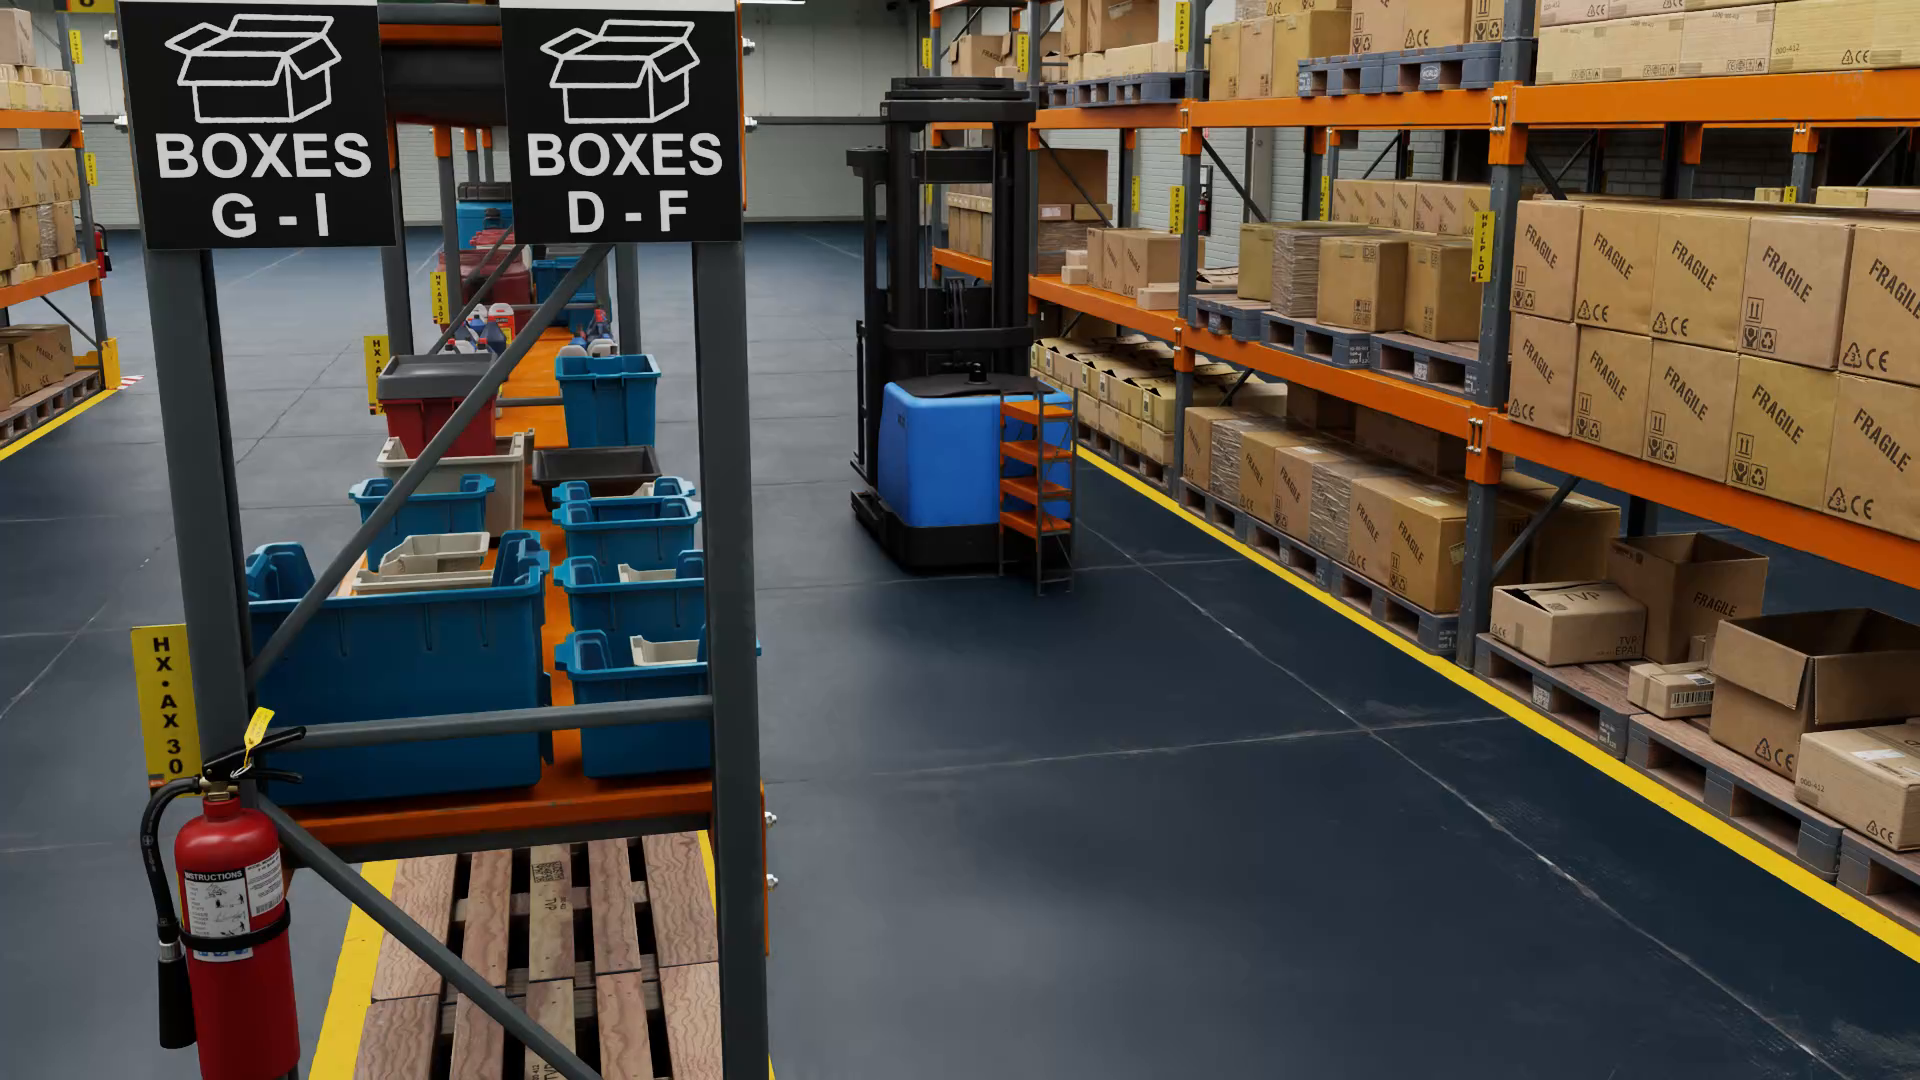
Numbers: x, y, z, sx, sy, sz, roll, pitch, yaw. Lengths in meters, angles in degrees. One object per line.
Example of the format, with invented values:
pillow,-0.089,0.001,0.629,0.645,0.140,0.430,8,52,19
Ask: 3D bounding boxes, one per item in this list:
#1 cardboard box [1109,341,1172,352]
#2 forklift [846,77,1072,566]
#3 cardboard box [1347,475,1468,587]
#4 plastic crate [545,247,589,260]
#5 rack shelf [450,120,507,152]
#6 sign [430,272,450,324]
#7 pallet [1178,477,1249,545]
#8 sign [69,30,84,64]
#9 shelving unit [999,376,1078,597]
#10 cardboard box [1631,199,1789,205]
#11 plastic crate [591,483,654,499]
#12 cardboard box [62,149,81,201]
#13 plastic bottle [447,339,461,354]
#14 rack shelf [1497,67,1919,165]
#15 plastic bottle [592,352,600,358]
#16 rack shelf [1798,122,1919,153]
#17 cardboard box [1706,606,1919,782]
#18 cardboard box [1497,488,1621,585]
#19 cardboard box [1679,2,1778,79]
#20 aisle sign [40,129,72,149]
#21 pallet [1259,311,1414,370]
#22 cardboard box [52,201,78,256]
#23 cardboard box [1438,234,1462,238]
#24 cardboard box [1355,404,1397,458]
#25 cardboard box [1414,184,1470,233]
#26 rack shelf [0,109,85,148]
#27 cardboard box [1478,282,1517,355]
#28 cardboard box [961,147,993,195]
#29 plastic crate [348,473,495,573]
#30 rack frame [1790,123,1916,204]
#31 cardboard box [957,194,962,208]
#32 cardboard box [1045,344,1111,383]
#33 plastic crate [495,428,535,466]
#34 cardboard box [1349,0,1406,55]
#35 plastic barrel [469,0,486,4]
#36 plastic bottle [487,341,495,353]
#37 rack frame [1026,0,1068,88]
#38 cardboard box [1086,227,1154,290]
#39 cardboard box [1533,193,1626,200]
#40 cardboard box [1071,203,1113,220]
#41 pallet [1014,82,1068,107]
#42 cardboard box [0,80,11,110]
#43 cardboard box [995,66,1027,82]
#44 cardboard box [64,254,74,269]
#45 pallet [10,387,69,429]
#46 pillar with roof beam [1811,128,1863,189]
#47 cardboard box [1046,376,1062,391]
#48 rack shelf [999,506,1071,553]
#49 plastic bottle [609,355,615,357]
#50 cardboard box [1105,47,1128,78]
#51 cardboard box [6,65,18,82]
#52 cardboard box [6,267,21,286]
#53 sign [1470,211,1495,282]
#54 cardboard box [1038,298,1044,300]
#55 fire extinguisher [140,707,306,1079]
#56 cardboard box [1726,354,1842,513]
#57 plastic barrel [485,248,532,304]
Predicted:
cardboard box,1.611,-1.632,15.013,0.500,0.311,0.500,-3,14,-12
forklift,-0.143,-1.569,11.175,1.130,2.935,3.031,-3,14,-13
cardboard box,2.485,-0.055,9.170,0.500,0.500,0.500,-3,14,-13
plastic crate,-2.850,-1.911,12.295,0.402,0.464,0.583,-3,14,-13
rack shelf,-3.237,-3.059,12.324,1.077,0.370,4.000,-3,14,-13
sign,-3.301,-1.537,10.555,0.100,0.325,0.005,-3,14,-13
pallet,2.187,-0.237,11.450,1.003,0.211,1.213,-3,14,-13
sign,-8.917,-4.973,16.777,0.100,0.325,0.005,-3,14,-13
shelving unit,0.450,-0.322,9.706,0.258,1.200,0.503,-6,16,-24
cardboard box,3.358,-1.275,7.507,0.500,0.500,0.500,-3,14,-13
plastic crate,-1.127,-0.084,5.378,0.293,0.136,0.466,-3,14,-13
cardboard box,-9.092,-3.625,16.502,0.500,0.500,0.500,-3,14,-13
plastic bottle,-2.406,-0.780,7.903,0.144,0.351,0.185,-3,14,-13
rack shelf,3.457,-1.489,5.897,1.077,0.370,4.000,-3,14,-13
plastic bottle,-1.605,-0.652,7.380,0.144,0.351,0.185,-3,14,-13
rack shelf,7.332,-2.689,10.808,1.077,0.370,4.000,-3,14,-13
cardboard box,3.434,0.589,6.527,0.797,0.503,0.637,-3,14,-13
cardboard box,3.111,0.033,8.813,0.500,0.500,0.500,-4,14,-16
cardboard box,3.091,-1.870,6.257,0.500,0.250,0.500,-3,14,-13
aisle sign,-9.184,-4.354,16.949,0.394,0.787,0.004,-3,14,-13
pallet,2.509,-1.224,10.021,1.003,0.211,1.213,-3,14,-13
cardboard box,-9.124,-3.016,16.113,0.875,0.500,0.500,-3,14,-13
cardboard box,5.408,-3.110,17.610,0.500,0.250,0.500,-3,14,-13
cardboard box,2.758,-0.678,10.142,0.500,0.250,0.500,-4,14,-14
cardboard box,5.281,-3.590,17.994,0.500,0.500,0.500,-4,14,-15
rack shelf,-8.991,-3.706,14.972,1.077,0.370,4.000,-3,14,-13
cardboard box,3.094,-1.217,8.493,0.700,0.500,0.500,-9,16,-32
cardboard box,0.408,-4.048,18.232,0.700,0.500,0.500,-4,14,-15
plastic crate,-1.620,-0.052,5.046,0.416,0.233,0.300,-3,14,-13
rack frame,6.862,-2.042,12.967,1.000,3.000,0.127,-3,14,-13
cardboard box,0.174,-3.754,18.394,0.380,0.149,0.250,-3,14,-13
cardboard box,1.076,-1.604,14.899,0.500,0.311,0.500,-3,14,-14
plastic crate,-1.858,-0.353,6.482,0.396,0.136,0.243,-3,14,-13
cardboard box,2.625,-3.029,9.378,0.600,0.600,0.600,-4,14,-15
plastic barrel,-2.240,-2.519,7.317,0.600,0.588,0.600,0,14,0
plastic bottle,-2.408,-0.874,8.456,0.097,0.271,0.097,0,14,0
rack frame,1.109,-5.603,14.898,1.000,3.000,0.127,-3,14,-13
cardboard box,1.397,-2.437,14.372,0.500,0.500,0.500,-2,14,-9
cardboard box,6.009,-3.108,16.191,0.700,0.500,0.500,-3,14,-13
cardboard box,1.234,-3.125,15.819,0.380,0.149,0.250,-3,14,-13
pallet,0.883,-4.298,16.064,1.003,0.211,1.213,-3,14,-13
cardboard box,-8.614,-3.876,14.469,0.500,0.250,0.500,-4,14,-15
cardboard box,0.560,-4.558,16.294,0.380,0.149,0.250,-3,14,-13
cardboard box,-9.026,-2.771,16.478,0.380,0.149,0.250,-3,14,-13
pallet,-9.004,-1.217,15.465,1.003,0.211,1.213,-3,14,-13
pillar with roof beam,3.213,-5.065,12.698,9.100,9.000,0.400,-3,14,-13
cardboard box,1.081,-1.332,14.966,0.500,0.250,0.500,-3,14,-12
rack shelf,0.449,-0.065,9.772,0.258,0.148,0.480,-6,16,-24
plastic bottle,-1.653,-0.746,7.930,0.097,0.271,0.097,0,14,0
cardboard box,1.498,-3.832,13.403,0.500,0.250,0.500,-5,14,-18
cardboard box,-8.775,-4.225,15.055,0.380,0.149,0.250,-4,14,-16
cardboard box,-8.498,-2.313,14.603,0.380,0.149,0.250,-3,14,-13
sign,2.449,-1.373,7.789,0.100,0.325,0.005,-3,14,-13
cardboard box,0.560,-2.247,17.132,0.500,0.500,0.500,-3,14,-13
fire extinguisher,-1.295,0.634,2.960,0.296,0.674,0.183,-3,14,-13
cardboard box,3.202,-0.408,6.065,0.500,0.500,0.500,-3,14,-14
plastic barrel,-3.217,-1.770,11.616,0.421,0.512,0.421,0,14,0
